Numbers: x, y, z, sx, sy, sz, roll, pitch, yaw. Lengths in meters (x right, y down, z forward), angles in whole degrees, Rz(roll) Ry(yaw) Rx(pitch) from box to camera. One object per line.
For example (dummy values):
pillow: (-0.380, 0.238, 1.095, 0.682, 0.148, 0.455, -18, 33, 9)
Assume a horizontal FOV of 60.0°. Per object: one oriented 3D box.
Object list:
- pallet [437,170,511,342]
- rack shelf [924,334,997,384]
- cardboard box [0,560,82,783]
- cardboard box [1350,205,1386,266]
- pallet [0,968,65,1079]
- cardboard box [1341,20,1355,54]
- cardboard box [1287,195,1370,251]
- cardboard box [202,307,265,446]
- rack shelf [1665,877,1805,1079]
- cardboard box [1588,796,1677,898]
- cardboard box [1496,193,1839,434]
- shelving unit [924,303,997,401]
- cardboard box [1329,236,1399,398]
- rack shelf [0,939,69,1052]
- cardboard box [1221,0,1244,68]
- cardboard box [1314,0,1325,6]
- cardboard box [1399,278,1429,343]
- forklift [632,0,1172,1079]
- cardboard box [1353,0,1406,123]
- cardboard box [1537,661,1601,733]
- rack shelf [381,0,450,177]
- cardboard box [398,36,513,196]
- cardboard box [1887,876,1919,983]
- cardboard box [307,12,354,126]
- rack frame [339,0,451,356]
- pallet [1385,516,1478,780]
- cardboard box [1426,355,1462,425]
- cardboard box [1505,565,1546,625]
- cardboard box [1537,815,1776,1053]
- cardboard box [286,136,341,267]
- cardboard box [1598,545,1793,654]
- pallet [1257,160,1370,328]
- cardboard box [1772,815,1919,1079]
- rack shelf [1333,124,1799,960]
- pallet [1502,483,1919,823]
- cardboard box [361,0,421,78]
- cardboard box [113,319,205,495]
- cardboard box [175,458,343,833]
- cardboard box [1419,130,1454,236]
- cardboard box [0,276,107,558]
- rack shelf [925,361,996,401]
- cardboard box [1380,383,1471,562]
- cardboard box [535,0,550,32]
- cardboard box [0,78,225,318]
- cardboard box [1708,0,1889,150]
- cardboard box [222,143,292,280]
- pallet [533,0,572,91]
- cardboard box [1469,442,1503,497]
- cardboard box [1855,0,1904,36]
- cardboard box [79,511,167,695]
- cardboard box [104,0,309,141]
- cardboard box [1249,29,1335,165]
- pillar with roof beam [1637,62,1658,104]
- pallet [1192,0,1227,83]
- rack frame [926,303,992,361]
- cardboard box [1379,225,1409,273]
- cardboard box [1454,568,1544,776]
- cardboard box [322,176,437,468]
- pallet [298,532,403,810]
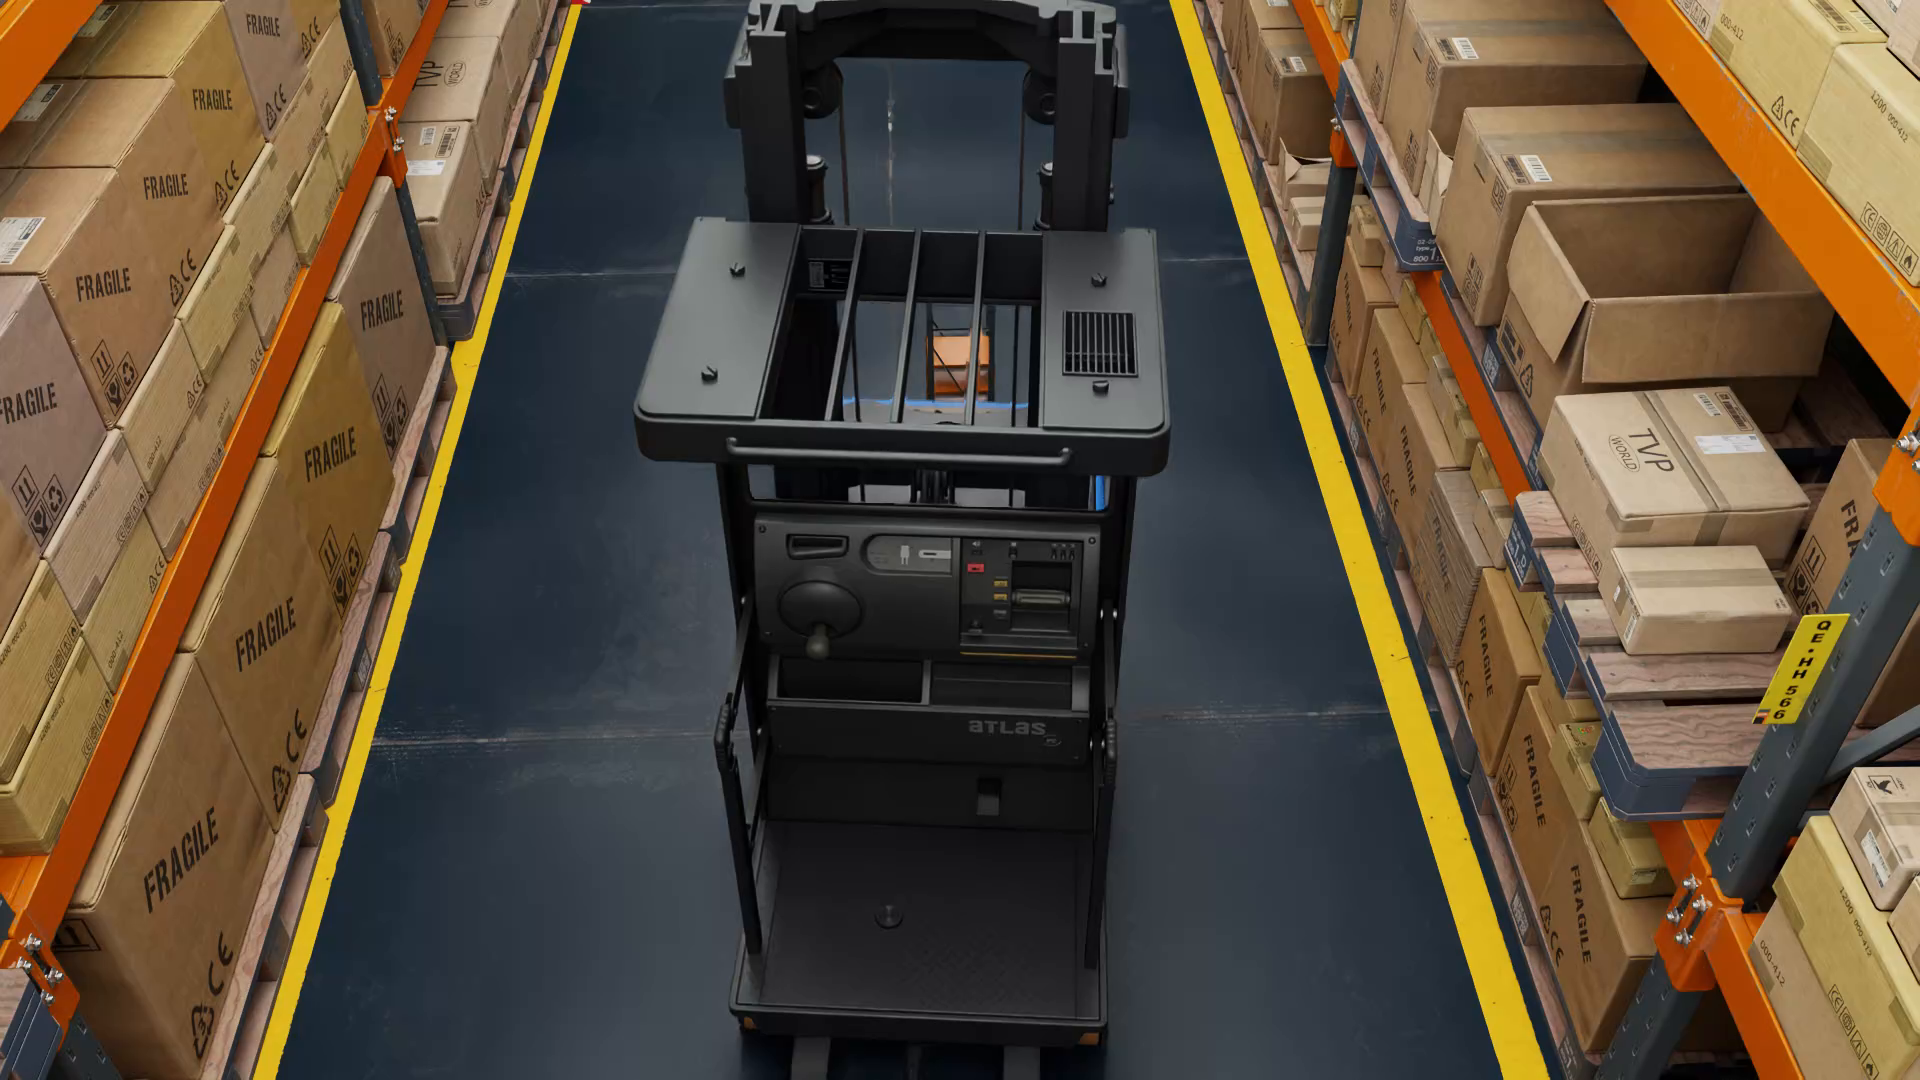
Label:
pallet: (-2.804, -1.397, 8.118, 1.003, 0.211, 1.213, -2, 43, -2)
rack shelf: (0.001, -0.665, 6.121, 0.258, 0.103, 0.180, -2, 43, -2)
cardboard box: (-2.454, 0.313, 3.930, 0.500, 0.250, 0.500, -2, 43, -2)
cardboard box: (1.859, -1.277, 6.982, 0.380, 0.149, 0.250, 0, 43, 0)
pallet: (-2.543, 1.340, 3.210, 1.213, 0.211, 1.003, -2, 43, -2)
cardboard box: (1.844, -2.170, 7.083, 0.380, 0.149, 0.250, -1, 43, -1)
cardboard box: (1.793, -1.526, 7.994, 0.380, 0.149, 0.250, -3, 43, -3)
cardboard box: (-2.529, -0.525, 5.214, 0.500, 0.250, 0.500, -2, 43, -2)
rack shelf: (2.364, 2.261, 2.595, 1.077, 0.370, 4.000, -2, 43, -2)
cardboard box: (2.005, 0.847, 4.665, 0.380, 0.149, 0.250, -4, 43, -4)
cardboard box: (2.025, -0.643, 4.845, 0.797, 0.503, 0.637, -3, 43, -3)
shelving unit: (0.001, -0.433, 6.334, 0.258, 1.200, 0.189, -2, 43, -2)
cardboard box: (1.905, -0.955, 7.111, 0.500, 0.500, 0.500, 0, 43, 0)
rack shelf: (-2.595, 2.406, 2.437, 1.077, 0.370, 4.000, -2, 43, -2)
cardboard box: (1.868, -2.994, 9.336, 0.700, 0.500, 0.500, 0, 43, 0)
cardboard box: (1.776, -2.520, 7.465, 0.380, 0.149, 0.250, -1, 43, -1)
cardboard box: (1.970, -0.919, 6.592, 0.380, 0.149, 0.250, -4, 43, -4)
forklift: (-0.099, 0.223, 4.337, 1.130, 2.935, 3.031, 2, 43, 2)
cardboard box: (1.907, -1.913, 6.232, 0.700, 0.500, 0.500, -1, 43, -1)
cardboard box: (1.996, 0.485, 5.060, 0.380, 0.149, 0.250, -3, 43, -3)
rack shelf: (-2.934, -2.994, 8.329, 1.077, 0.370, 4.000, -2, 43, -2)
cardboard box: (-2.808, -2.151, 8.462, 0.875, 0.438, 0.875, -3, 43, -3)
cardboard box: (2.011, 0.774, 3.132, 0.380, 0.149, 0.250, -1, 43, -1)
cardboard box: (-2.588, -1.748, 6.178, 0.500, 0.250, 0.500, -2, 43, -2)
rack frame: (-2.849, -1.909, 6.613, 1.000, 3.000, 0.127, -2, 43, -2)
pallet: (2.237, 0.347, 6.215, 1.003, 0.211, 1.213, -2, 43, -2)
cardboard box: (1.969, -0.565, 6.205, 0.380, 0.149, 0.250, -2, 43, -2)
cardboard box: (2.019, 0.137, 5.440, 0.380, 0.149, 0.250, -2, 43, -2)
cardboard box: (2.047, 1.133, 4.833, 0.500, 0.500, 0.500, -1, 43, -1)
cardboard box: (-2.558, -1.215, 5.966, 0.500, 0.250, 0.500, -2, 43, -2)
cardboard box: (1.868, 0.151, 4.240, 0.380, 0.149, 0.250, -1, 43, -1)
pallet: (2.081, -1.490, 8.219, 1.003, 0.211, 1.213, -2, 43, -2)
cardboard box: (2.029, 0.824, 3.372, 0.500, 0.250, 0.500, -2, 43, -2)
rack shelf: (2.195, -0.439, 5.541, 1.077, 0.370, 4.000, -2, 43, -2)
pallet: (2.181, 0.261, 4.387, 1.213, 0.211, 1.003, -2, 43, -2)
cardboard box: (-2.608, -2.271, 6.933, 0.500, 0.500, 0.500, 0, 43, 0)
cardboard box: (-2.484, -0.373, 4.678, 0.500, 0.250, 0.500, -2, 43, -2)
cardboard box: (-2.660, 0.349, 5.411, 0.875, 0.875, 0.875, -1, 43, -1)
cardboard box: (1.785, -1.211, 5.640, 0.396, 0.266, 0.258, 0, 43, 0)
cardboard box: (-2.487, -0.289, 4.031, 0.500, 0.500, 0.500, -1, 43, -2)
rack shelf: (0.001, -0.577, 6.202, 0.258, 0.103, 0.180, -2, 43, -2)
cardboard box: (1.955, -0.258, 6.351, 0.500, 0.500, 0.500, -3, 43, -3)
cardboard box: (-2.891, -3.377, 9.800, 0.875, 0.438, 0.875, -3, 43, -3)
cardboard box: (-2.511, -0.979, 4.785, 0.500, 0.500, 0.500, -1, 43, -1)
cardboard box: (1.993, -1.083, 3.603, 0.500, 0.250, 0.500, -2, 43, -2)
cardboard box: (-2.531, -1.061, 5.429, 0.500, 0.250, 0.500, -1, 43, -1)
pallet: (-2.907, -3.044, 9.915, 1.003, 0.211, 1.213, -2, 43, -2)
cardboard box: (2.018, -0.216, 5.825, 0.380, 0.149, 0.250, -1, 43, -2)
cardboard box: (2.047, -1.137, 3.367, 0.380, 0.149, 0.250, -1, 43, -1)
cardboard box: (-2.488, 0.163, 4.464, 0.500, 0.250, 0.500, -3, 43, -3)
cardboard box: (-2.550, -1.671, 5.539, 0.500, 0.500, 0.500, -1, 43, -1)
cardboard box: (1.913, -2.293, 8.571, 0.700, 0.500, 0.500, -3, 43, -3)
pillar with roof beam: (-1.321, -4.638, 5.150, 9.100, 9.000, 0.400, -2, 43, -2)
pallet: (1.978, -3.137, 10.017, 1.003, 0.211, 1.213, -2, 43, -2)
rack frame: (-0.003, -0.494, 6.401, 0.240, 1.200, 0.006, -2, 43, -2)
cardboard box: (1.918, -1.213, 6.692, 0.380, 0.149, 0.250, -4, 43, -4)
cardboard box: (2.011, 0.442, 5.587, 0.500, 0.500, 0.500, 0, 43, 0)
cardboard box: (-2.743, -0.865, 6.735, 0.875, 0.875, 0.875, 0, 43, 0)
pallet: (-2.687, 0.463, 6.089, 1.003, 0.211, 1.213, -2, 43, -2)
